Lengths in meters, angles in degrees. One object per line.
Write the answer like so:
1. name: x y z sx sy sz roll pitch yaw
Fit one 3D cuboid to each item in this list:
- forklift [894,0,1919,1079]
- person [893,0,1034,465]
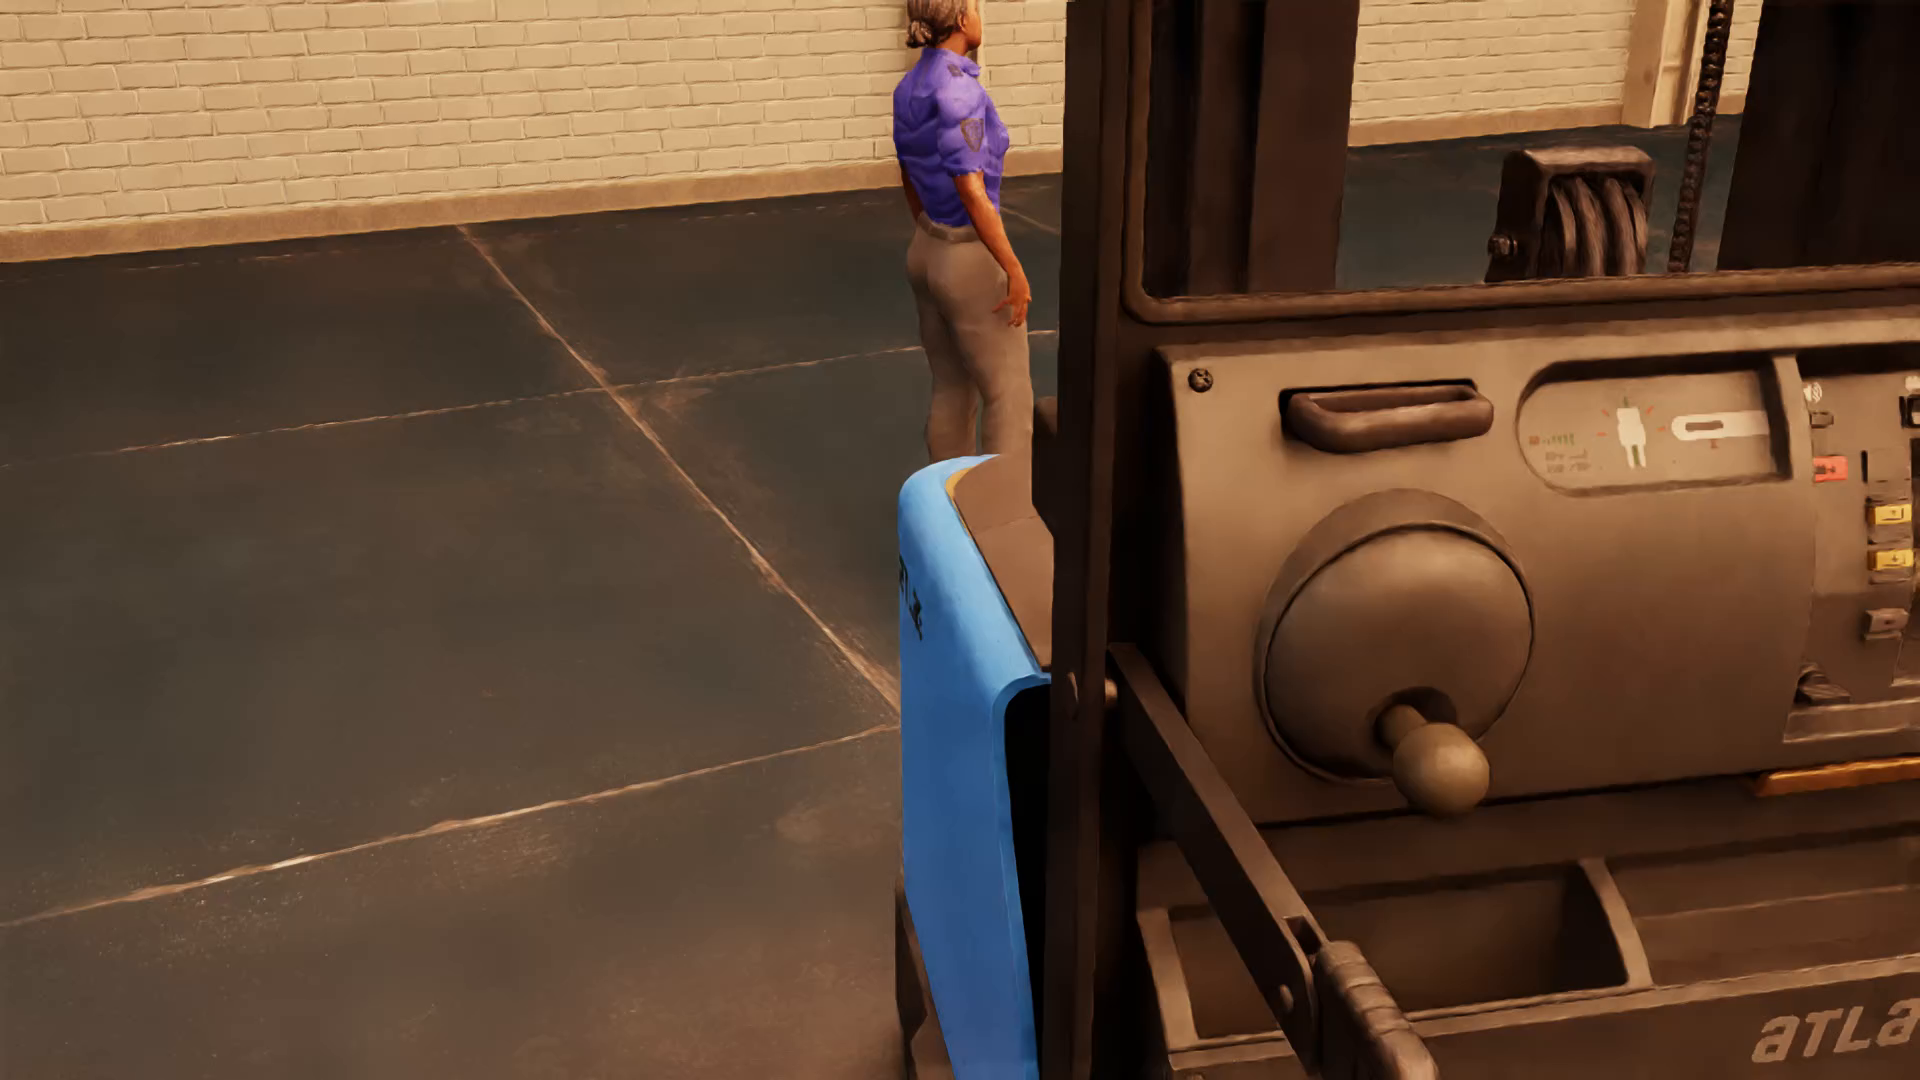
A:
1. forklift: 0.669 0.029 1.217 1.130 2.935 3.031 -4 23 -10
2. person: 0.088 -0.778 4.805 0.503 1.654 0.570 -10 25 -23
